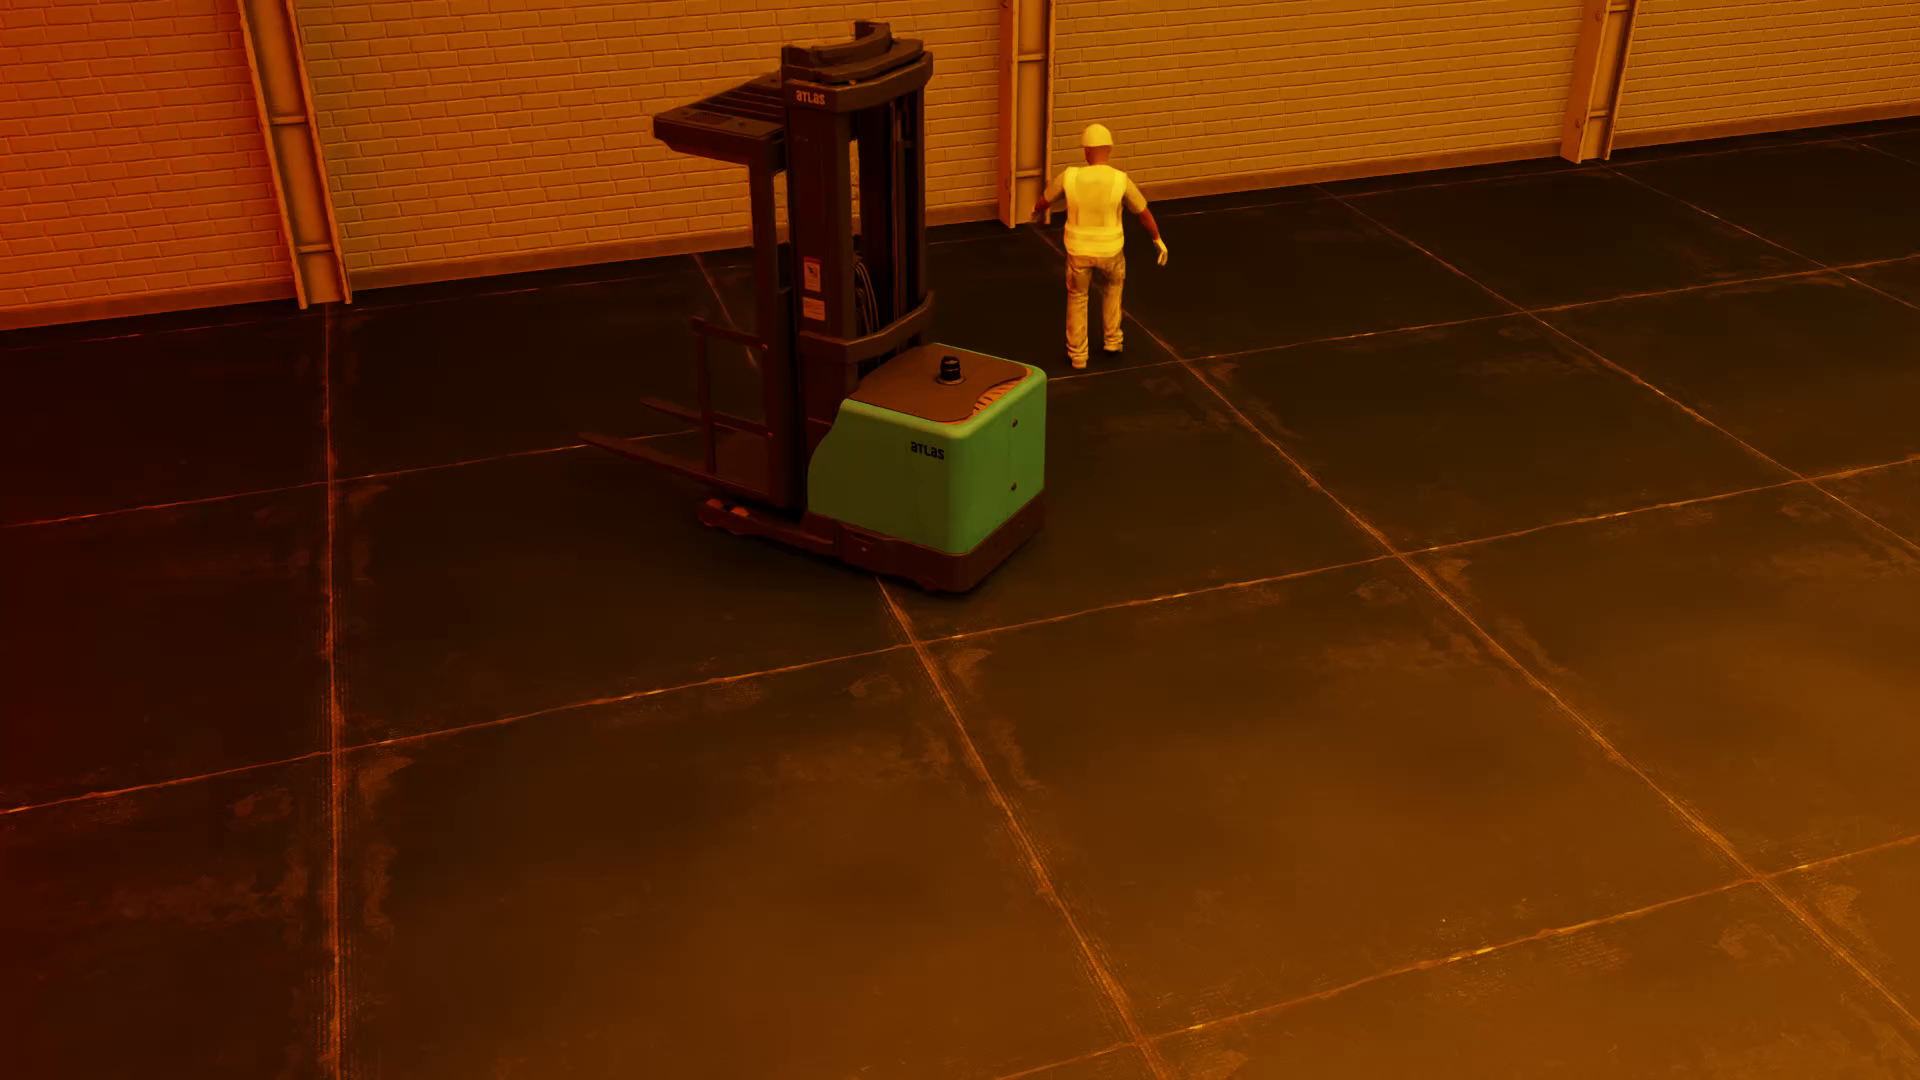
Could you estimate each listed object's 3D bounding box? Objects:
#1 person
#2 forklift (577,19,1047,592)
[{"bbox_3d":[0.996,-2.126,12.010,1.026,1.807,0.583,5,30,9],"label":"person"},{"bbox_3d":[-1.011,-1.507,9.707,3.031,2.935,1.130,17,34,27],"label":"forklift"}]
